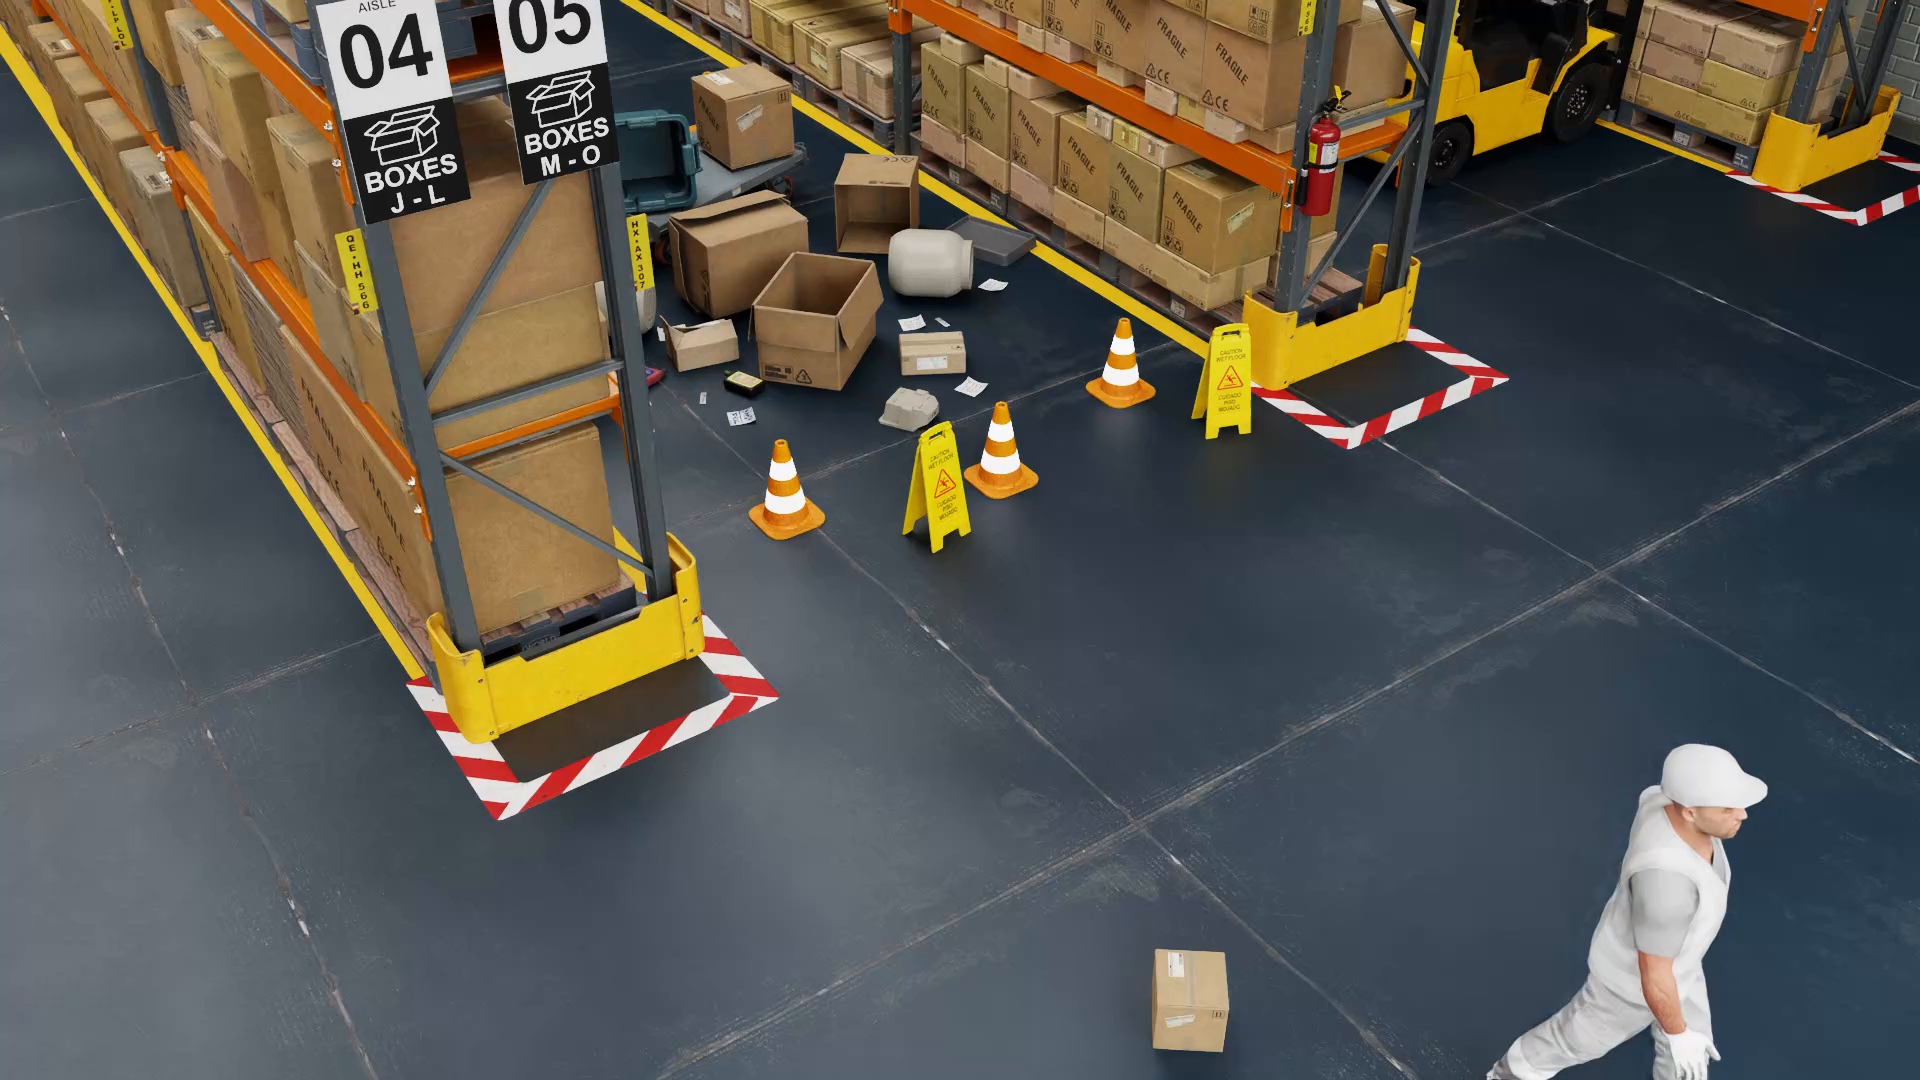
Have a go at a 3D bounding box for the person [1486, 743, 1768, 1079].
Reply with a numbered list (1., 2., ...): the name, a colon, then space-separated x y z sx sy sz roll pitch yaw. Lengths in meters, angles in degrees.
1. person: 2.202 1.349 5.103 0.888 1.768 0.608 20 41 25
